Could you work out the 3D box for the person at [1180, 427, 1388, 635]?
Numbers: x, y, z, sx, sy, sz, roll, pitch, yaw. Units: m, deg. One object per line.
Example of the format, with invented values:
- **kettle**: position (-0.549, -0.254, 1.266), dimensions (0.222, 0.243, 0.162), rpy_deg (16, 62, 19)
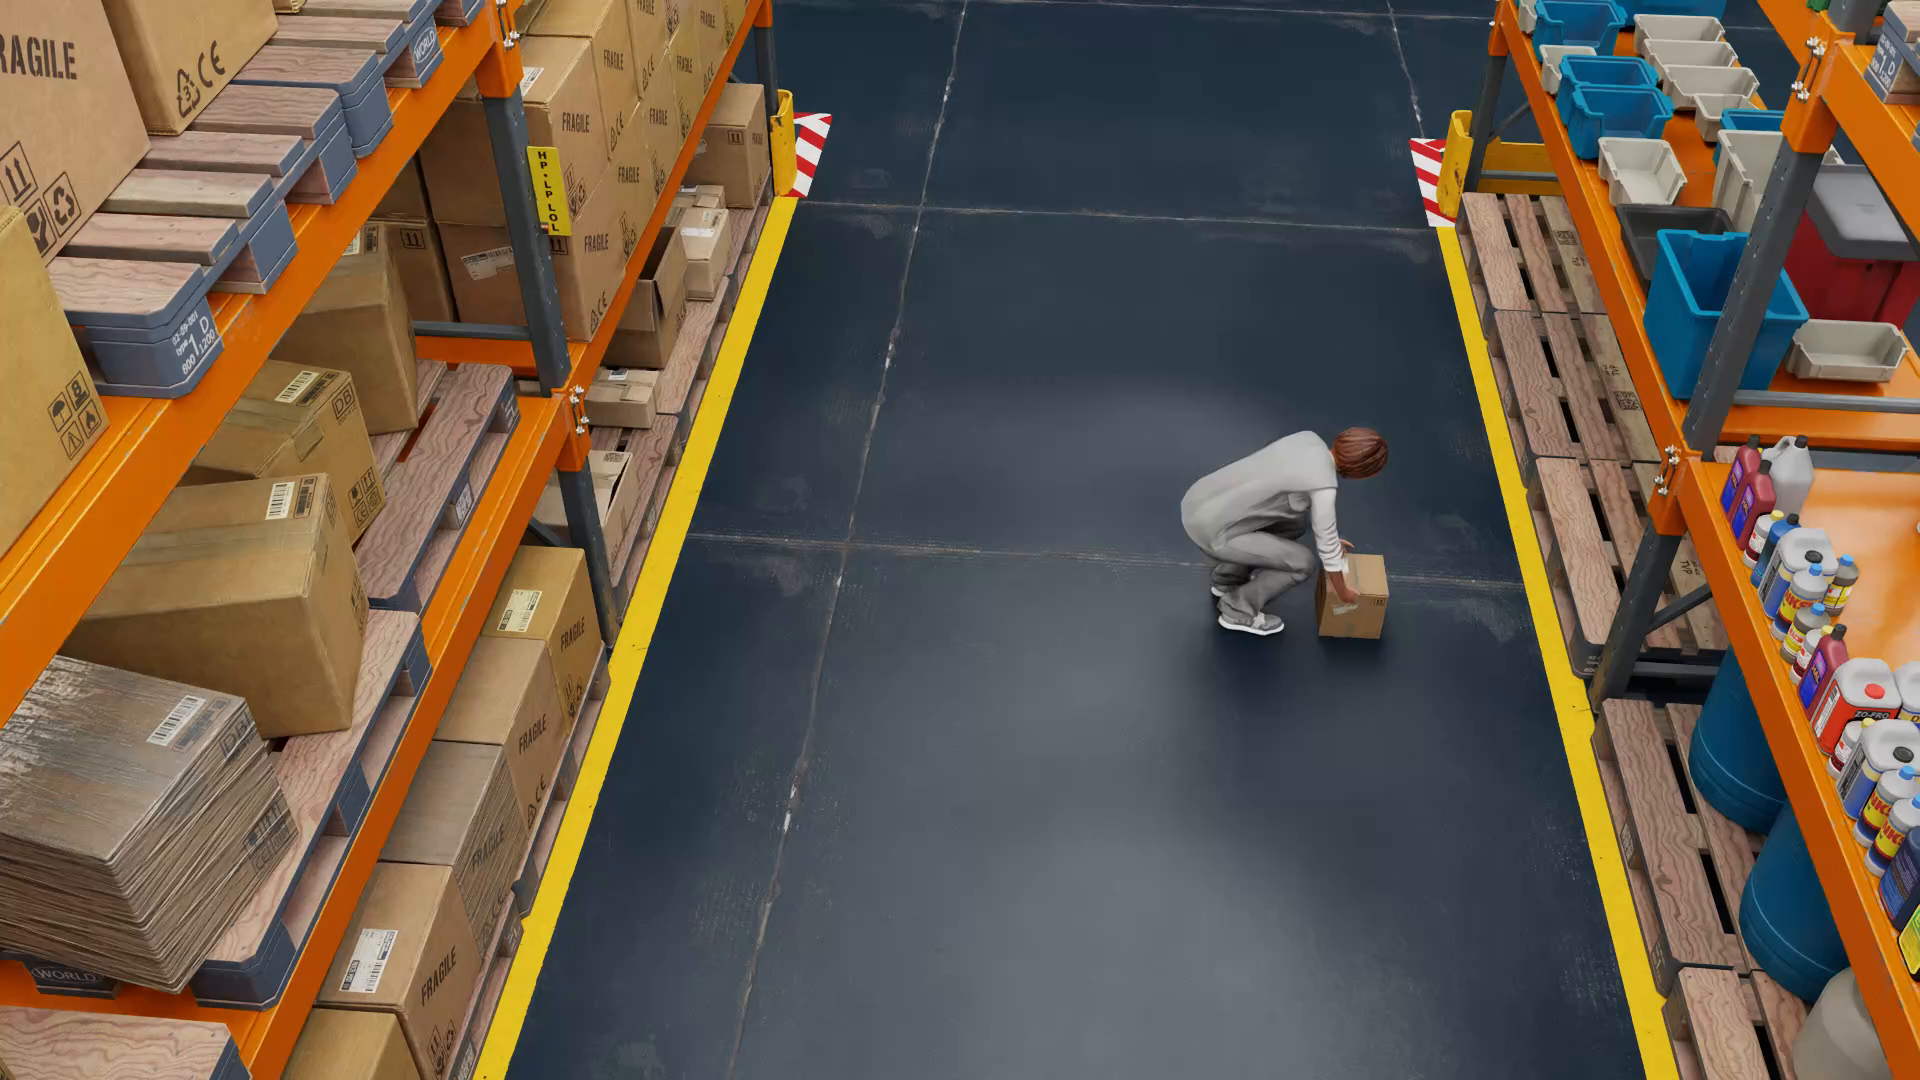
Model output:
- **person**: position (1.284, -0.064, 6.755), dimensions (0.787, 0.928, 0.445), rpy_deg (3, 41, 4)
